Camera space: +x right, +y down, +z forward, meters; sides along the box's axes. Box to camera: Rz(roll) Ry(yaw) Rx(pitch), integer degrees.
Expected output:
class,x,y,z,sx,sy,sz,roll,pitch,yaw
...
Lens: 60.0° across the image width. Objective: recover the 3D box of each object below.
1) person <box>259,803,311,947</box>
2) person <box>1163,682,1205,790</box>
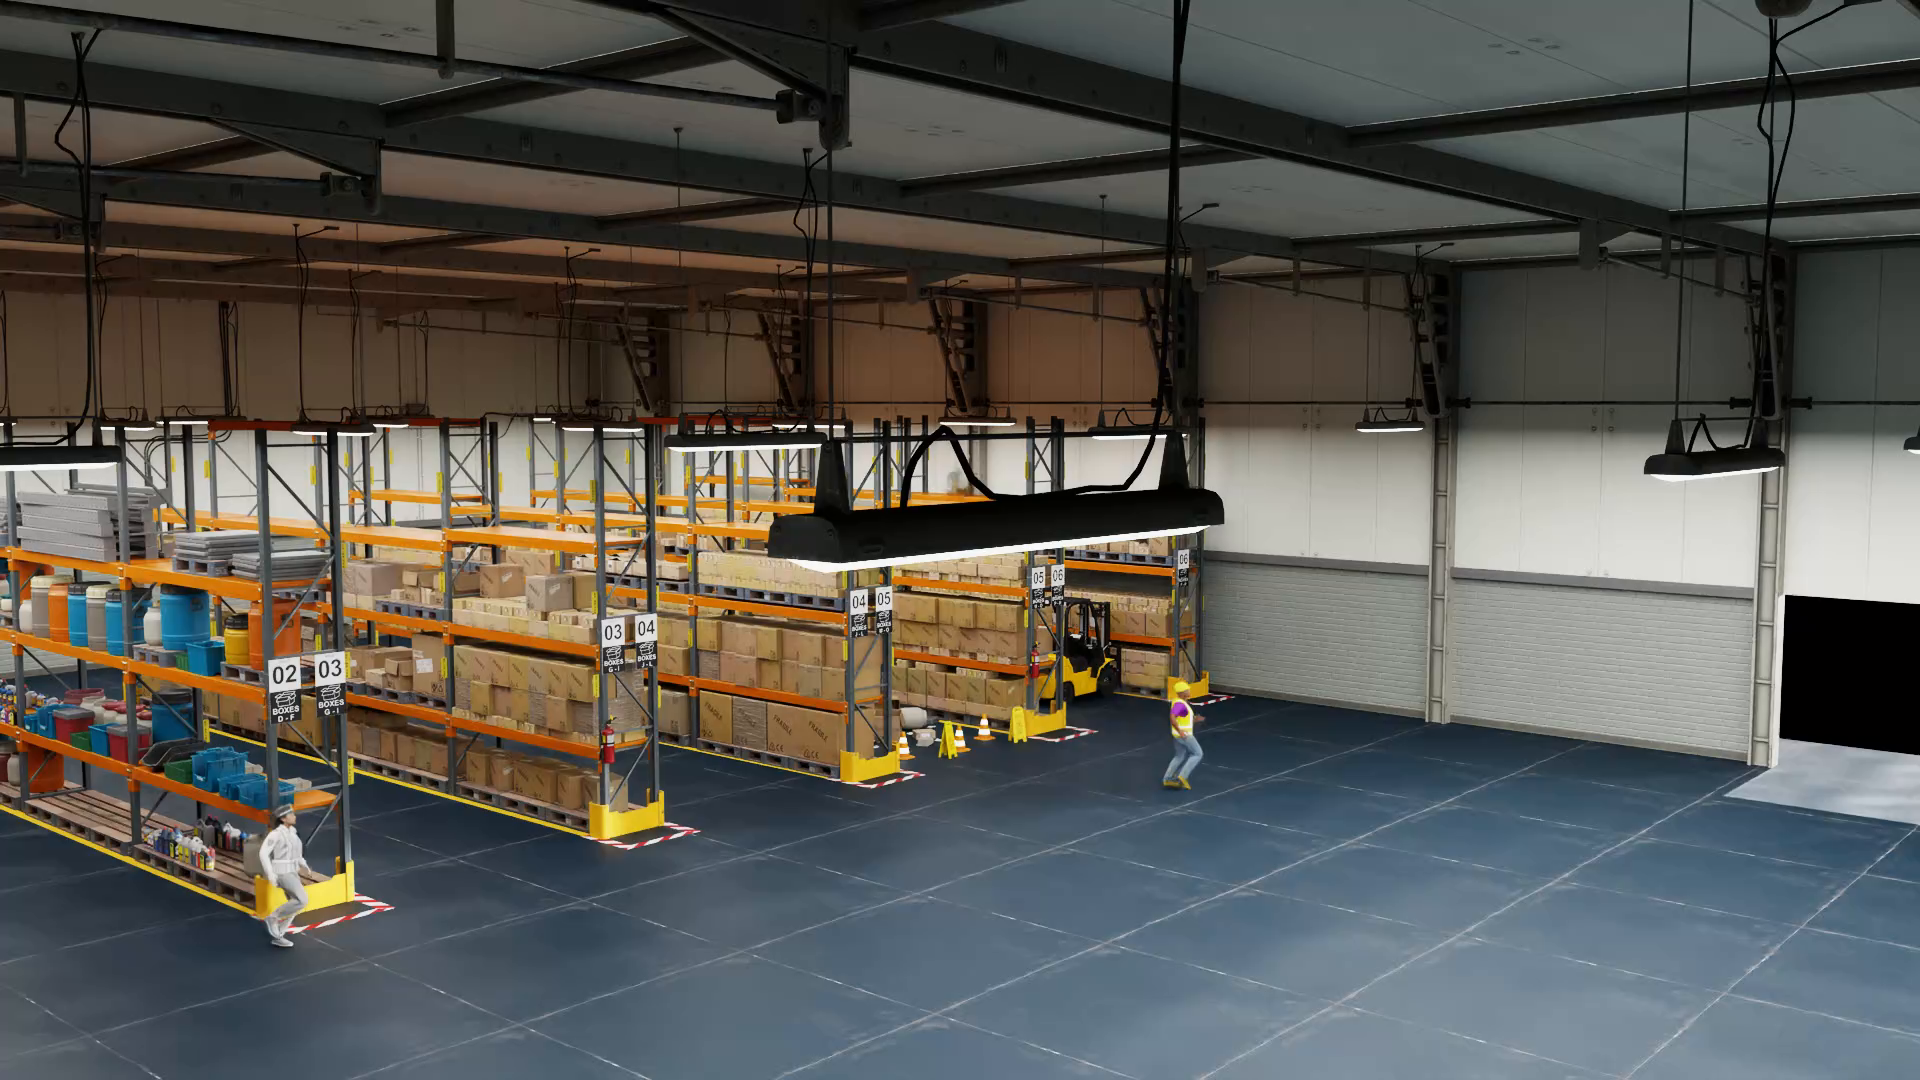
class,x,y,z,sx,sy,sz,roll,pitch,yaw
person,-7.840,3.900,19.493,0.501,1.622,0.638,0,5,3
person,3.668,3.195,27.163,0.697,1.765,0.676,-1,5,-7
